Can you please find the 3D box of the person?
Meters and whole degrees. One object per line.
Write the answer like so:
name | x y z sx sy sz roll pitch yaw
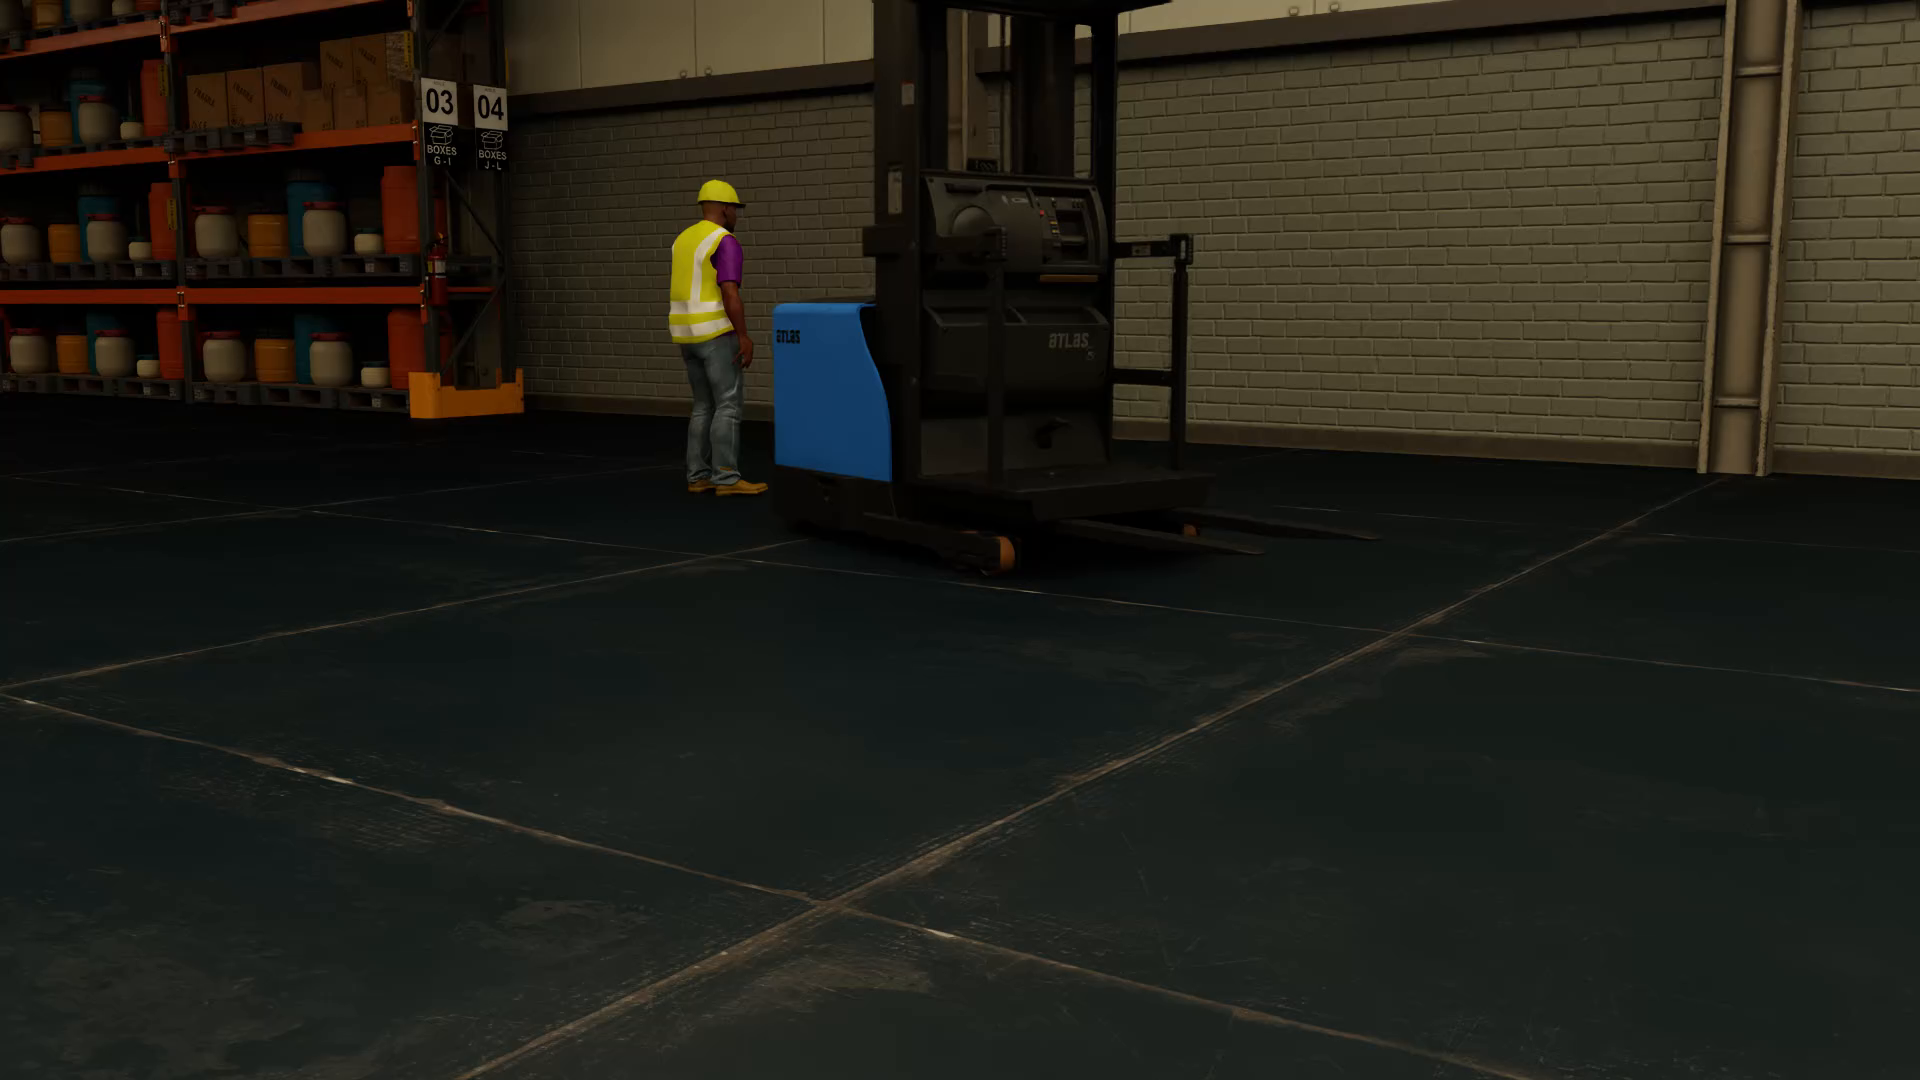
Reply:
person | -1.390 -1.141 9.405 0.460 1.756 0.634 -7 11 -40

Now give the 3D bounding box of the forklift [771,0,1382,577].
forklift | 0.377 -1.383 6.915 1.130 2.935 3.031 -6 10 -36
